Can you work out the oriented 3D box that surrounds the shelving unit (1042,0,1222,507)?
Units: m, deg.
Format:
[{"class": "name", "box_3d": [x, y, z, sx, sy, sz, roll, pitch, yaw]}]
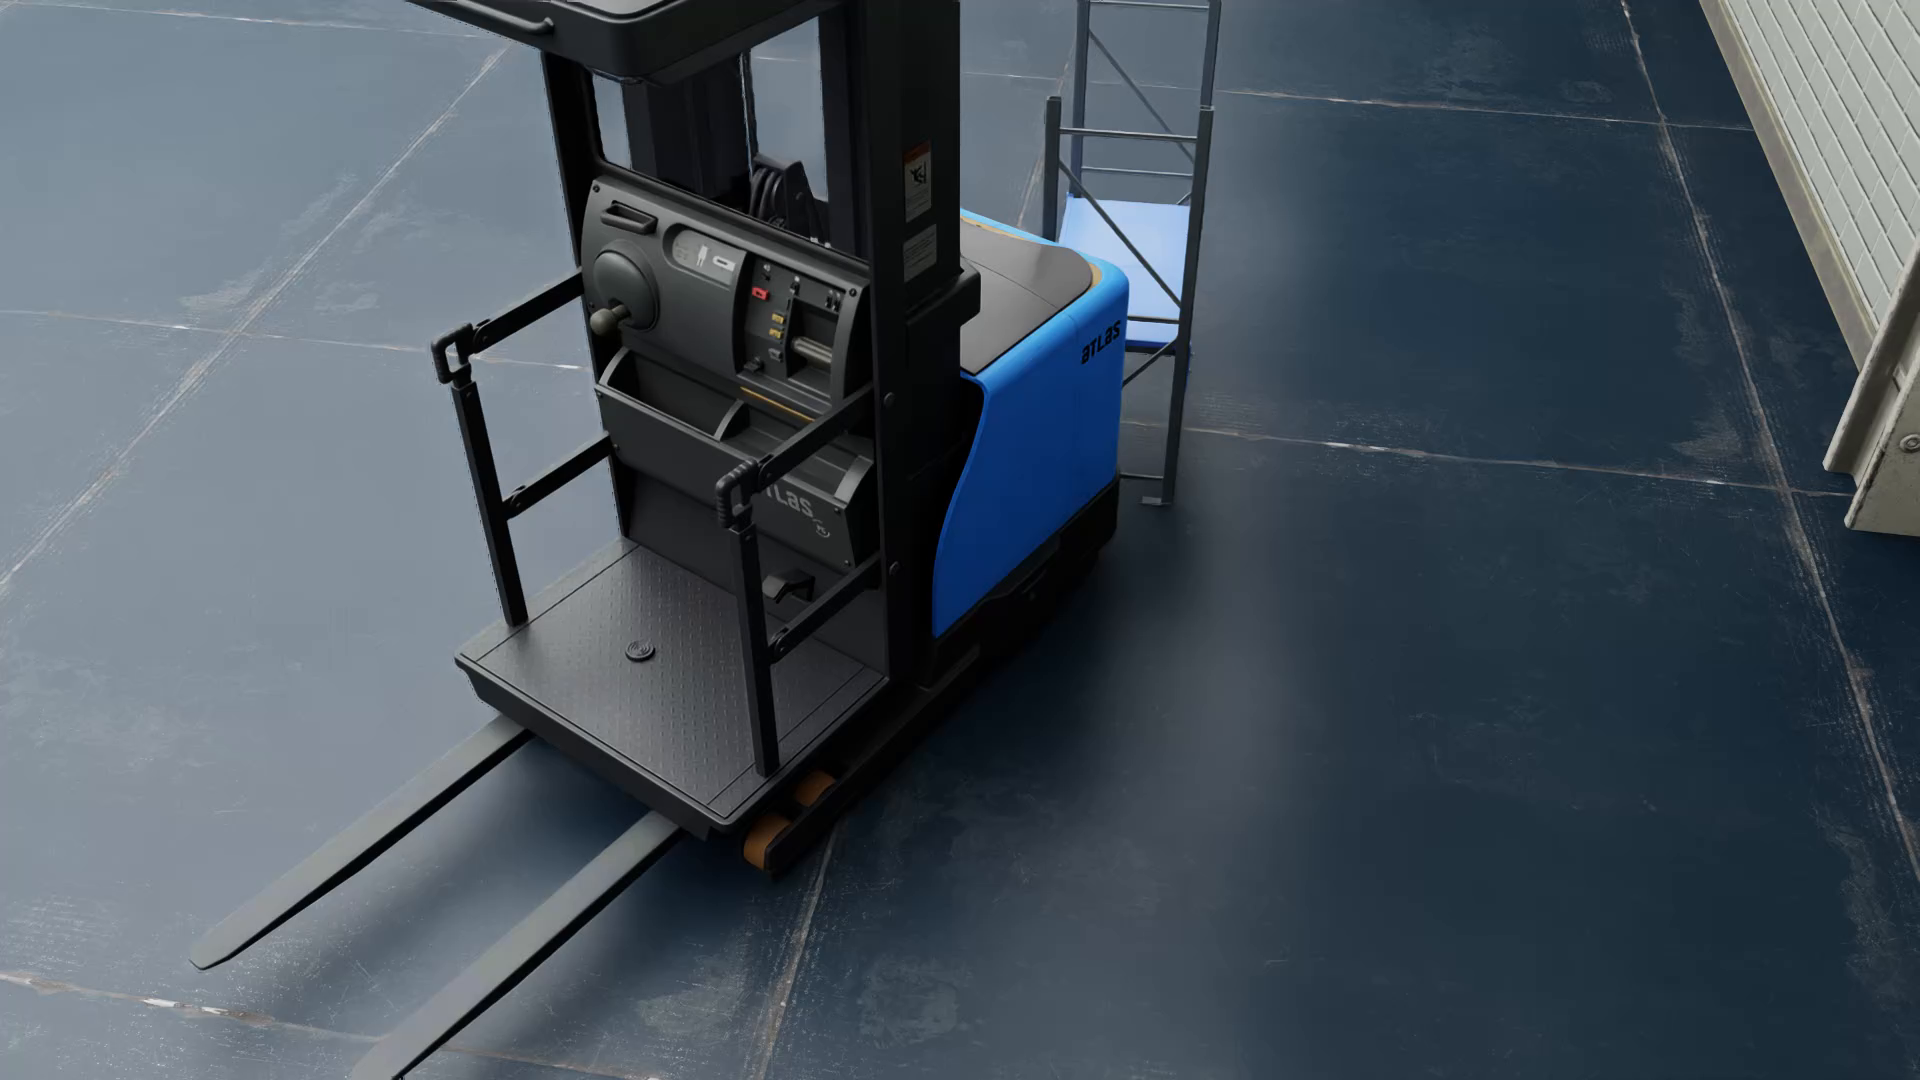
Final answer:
[{"class": "shelving unit", "box_3d": [0.586, -1.051, 5.844, 0.538, 1.500, 1.048, 6, 40, 7]}]

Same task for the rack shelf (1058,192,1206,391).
[{"class": "rack shelf", "box_3d": [0.586, -0.912, 5.958, 0.538, 0.185, 1.000, 6, 40, 7]}]

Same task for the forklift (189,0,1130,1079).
[{"class": "forklift", "box_3d": [-0.750, -0.562, 4.129, 1.130, 2.935, 3.031, 25, 46, 27]}]

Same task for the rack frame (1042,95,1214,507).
[{"class": "rack frame", "box_3d": [0.509, -0.730, 5.456, 0.500, 1.500, 0.032, 6, 40, 7]}]

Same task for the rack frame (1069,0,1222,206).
[{"class": "rack frame", "box_3d": [0.662, -1.371, 6.231, 0.500, 1.500, 0.032, 6, 40, 7]}]
